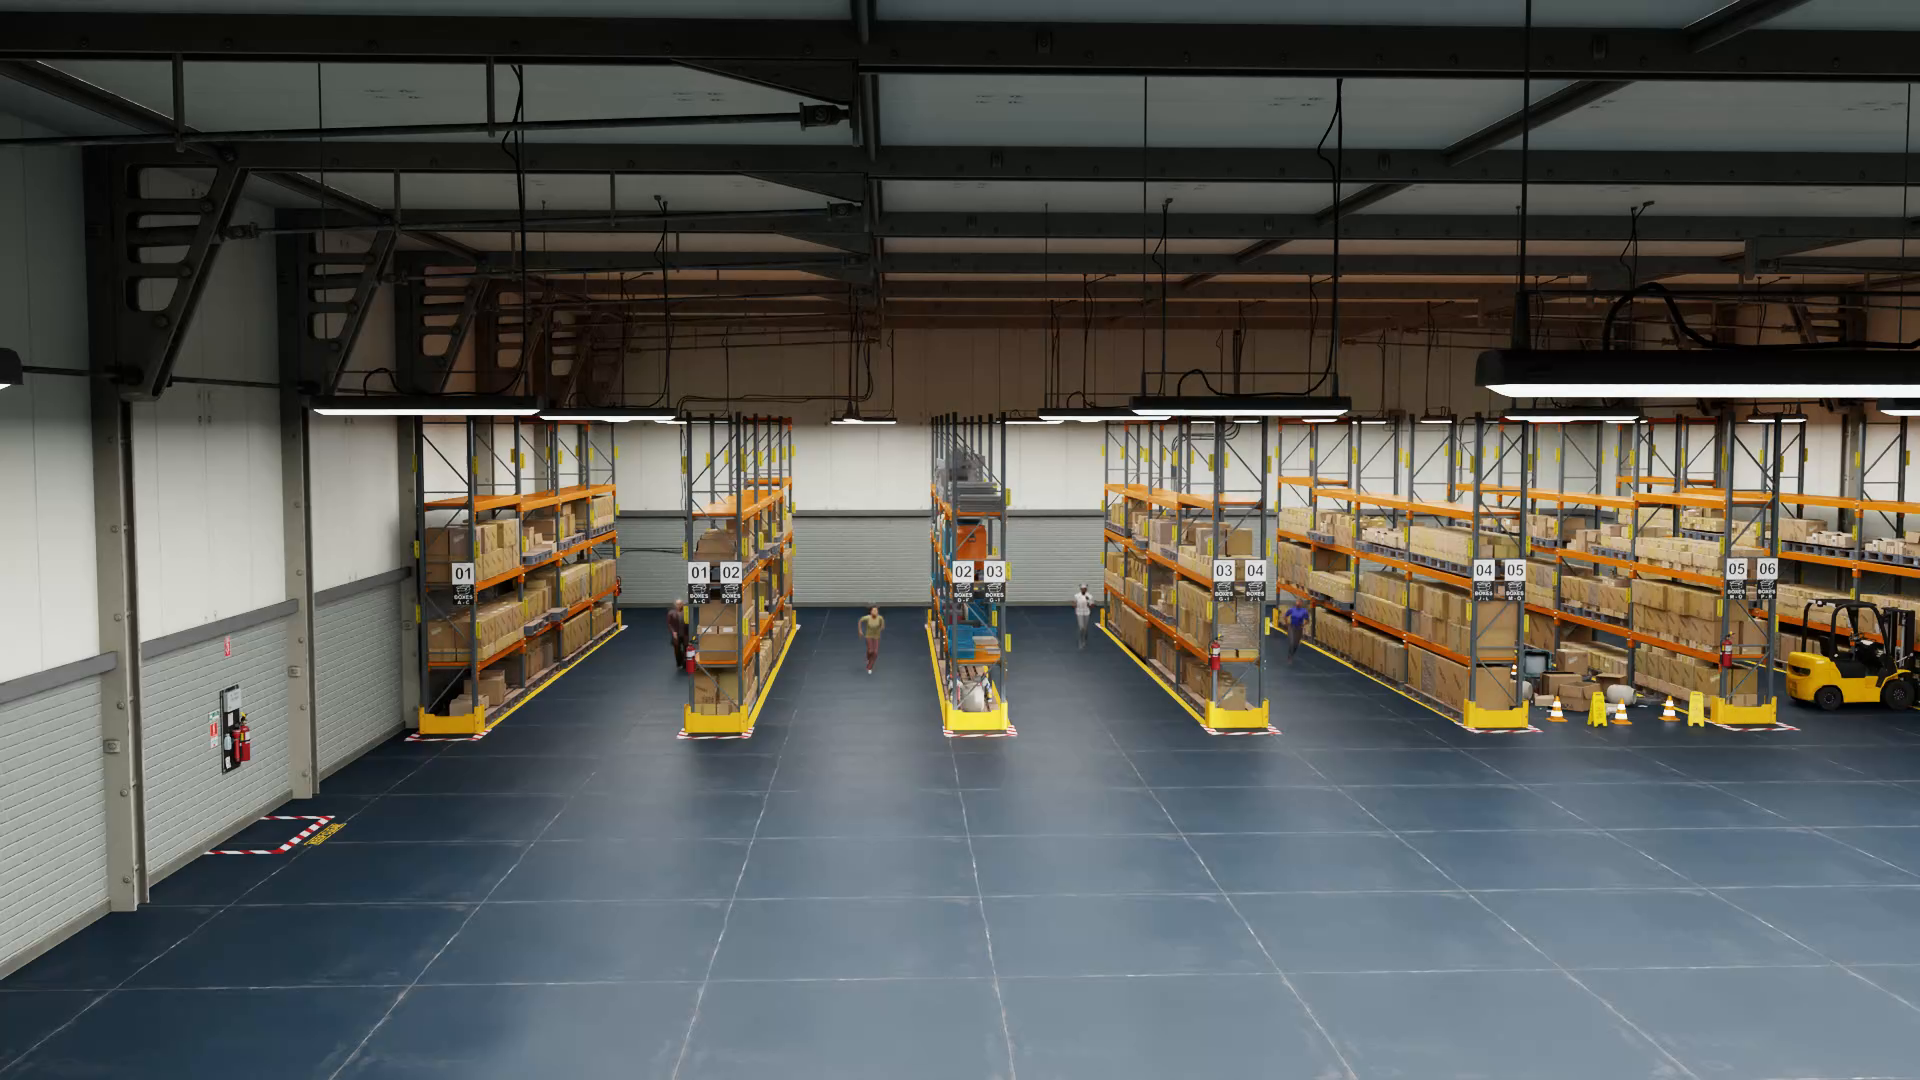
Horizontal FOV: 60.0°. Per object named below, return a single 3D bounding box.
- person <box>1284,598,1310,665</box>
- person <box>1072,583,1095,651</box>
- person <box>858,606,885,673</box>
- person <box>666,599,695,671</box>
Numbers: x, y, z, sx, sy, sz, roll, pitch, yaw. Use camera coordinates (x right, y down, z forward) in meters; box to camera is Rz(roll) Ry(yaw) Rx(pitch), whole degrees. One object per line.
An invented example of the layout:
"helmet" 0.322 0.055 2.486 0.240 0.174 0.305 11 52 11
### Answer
"person" 8.142 2.200 40.241 0.617 1.623 0.720 1 4 9
"person" 3.184 1.959 42.791 0.560 1.738 0.750 0 4 -1
"person" -2.030 2.308 38.548 0.585 1.598 0.671 -1 4 -19
"person" -6.577 2.214 38.996 0.689 1.700 0.797 -1 4 -21
